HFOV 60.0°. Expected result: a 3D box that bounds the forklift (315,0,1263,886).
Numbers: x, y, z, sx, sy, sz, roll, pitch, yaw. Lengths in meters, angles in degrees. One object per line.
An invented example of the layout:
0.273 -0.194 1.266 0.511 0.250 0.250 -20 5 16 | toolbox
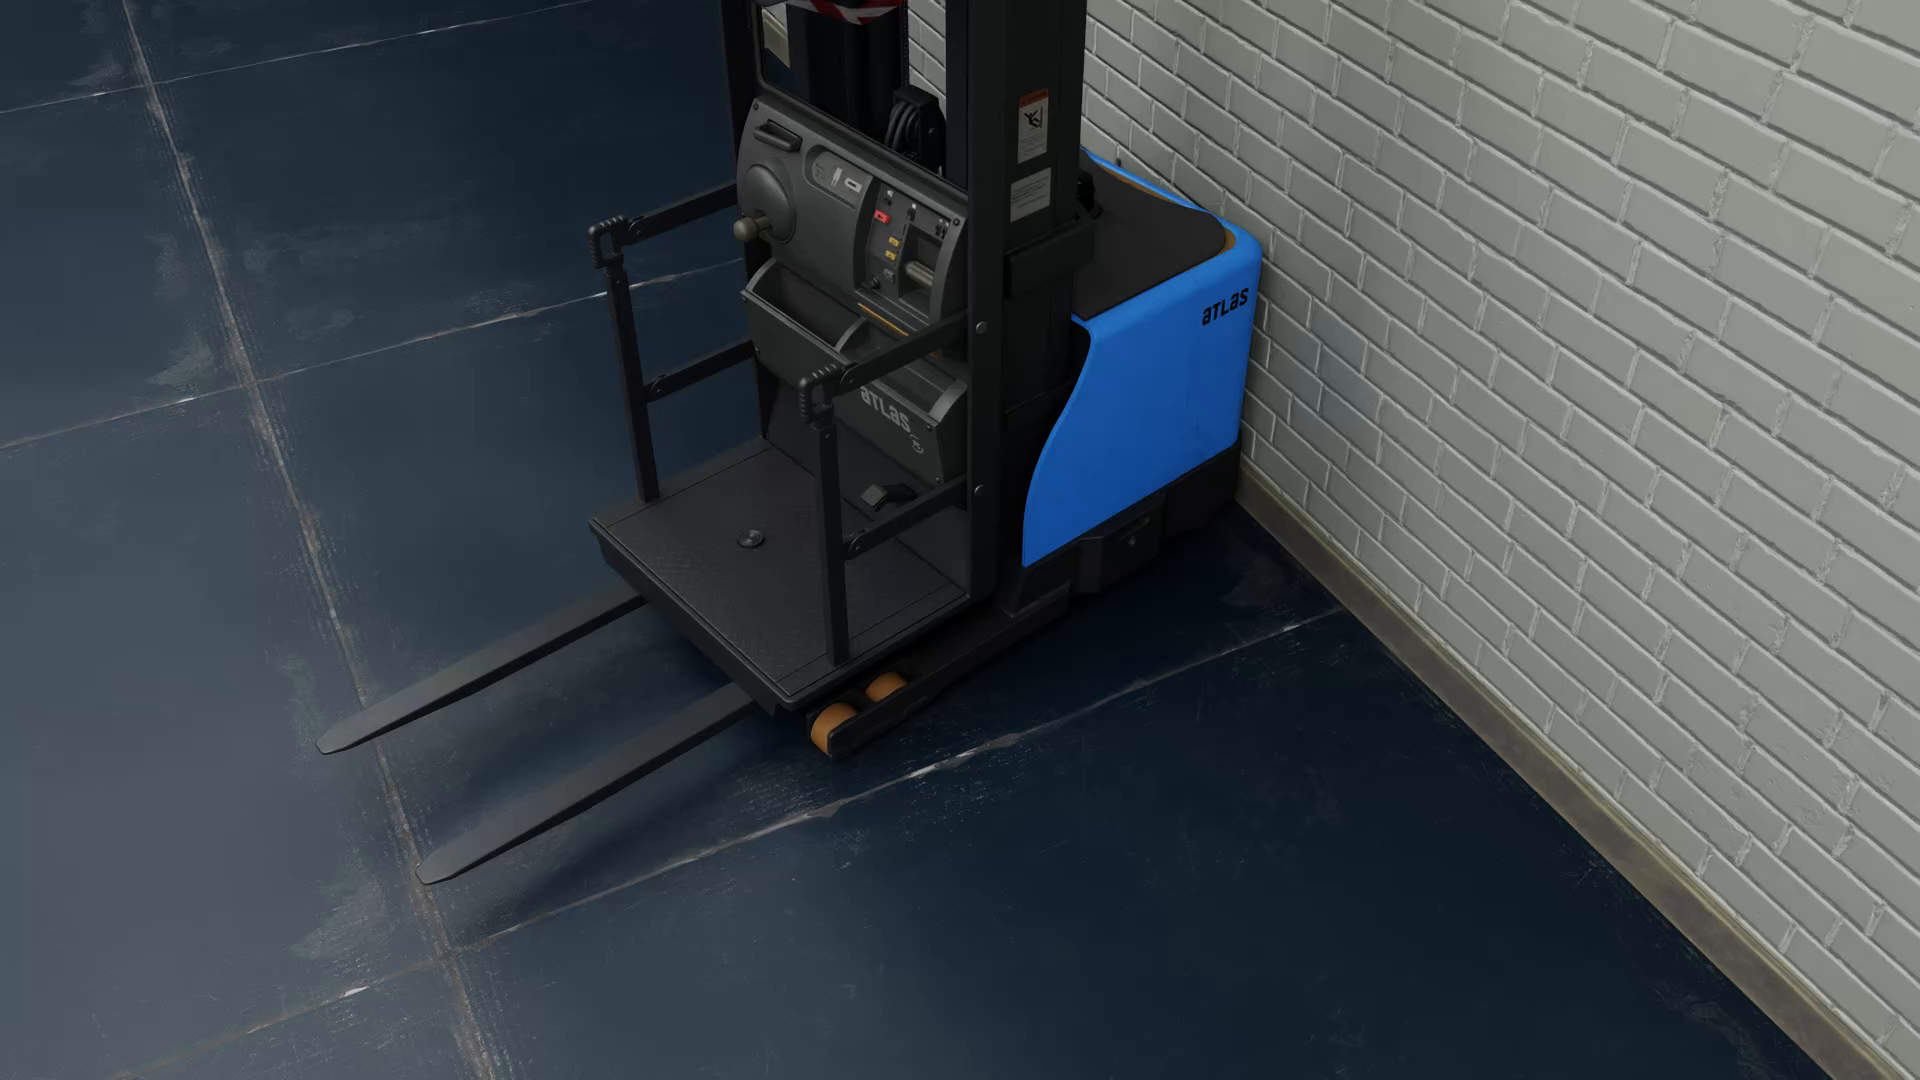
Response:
-0.475 -0.852 4.488 3.031 2.935 1.130 -29 48 -30 | forklift

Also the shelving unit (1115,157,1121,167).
0.517 -0.934 6.148 0.210 0.900 0.258 -17 43 -23 | shelving unit

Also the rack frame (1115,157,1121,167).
0.606 -0.961 6.188 0.006 0.900 0.240 -17 43 -23 | rack frame
